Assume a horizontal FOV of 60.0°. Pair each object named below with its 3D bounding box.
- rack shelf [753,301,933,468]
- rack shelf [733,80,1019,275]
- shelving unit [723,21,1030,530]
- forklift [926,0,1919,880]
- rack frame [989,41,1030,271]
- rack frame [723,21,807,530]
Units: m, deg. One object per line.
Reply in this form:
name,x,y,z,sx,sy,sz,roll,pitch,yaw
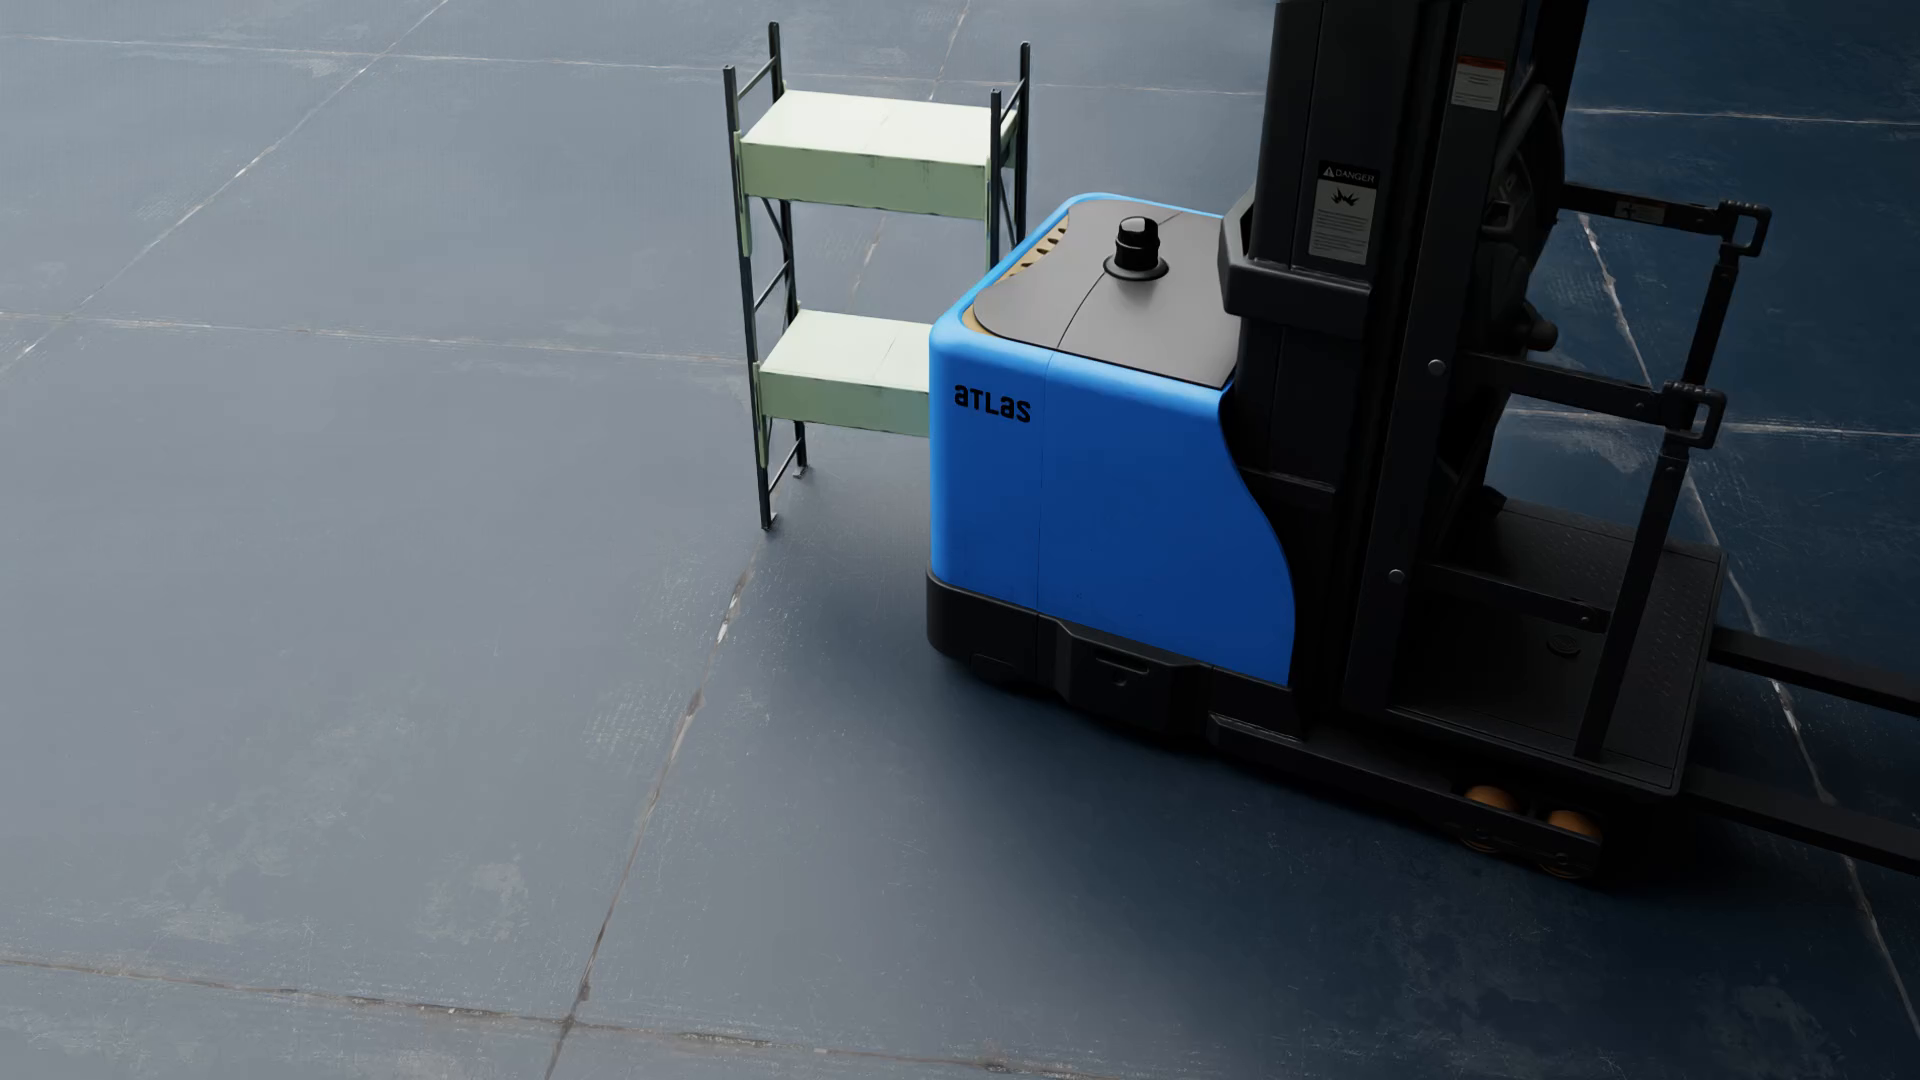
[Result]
rack shelf,-0.219,-0.440,5.137,0.720,0.370,0.431,8,36,11
rack shelf,-0.219,-1.023,4.721,0.720,0.370,0.431,8,36,11
shelving unit,-0.219,-0.706,4.948,0.755,1.500,0.431,8,36,11
forklift,1.459,-0.717,3.731,3.031,2.935,1.130,16,39,21
rack frame,0.137,-0.655,4.877,0.023,1.500,0.400,8,36,11
rack frame,-0.574,-0.756,5.019,0.023,1.500,0.400,8,36,11
